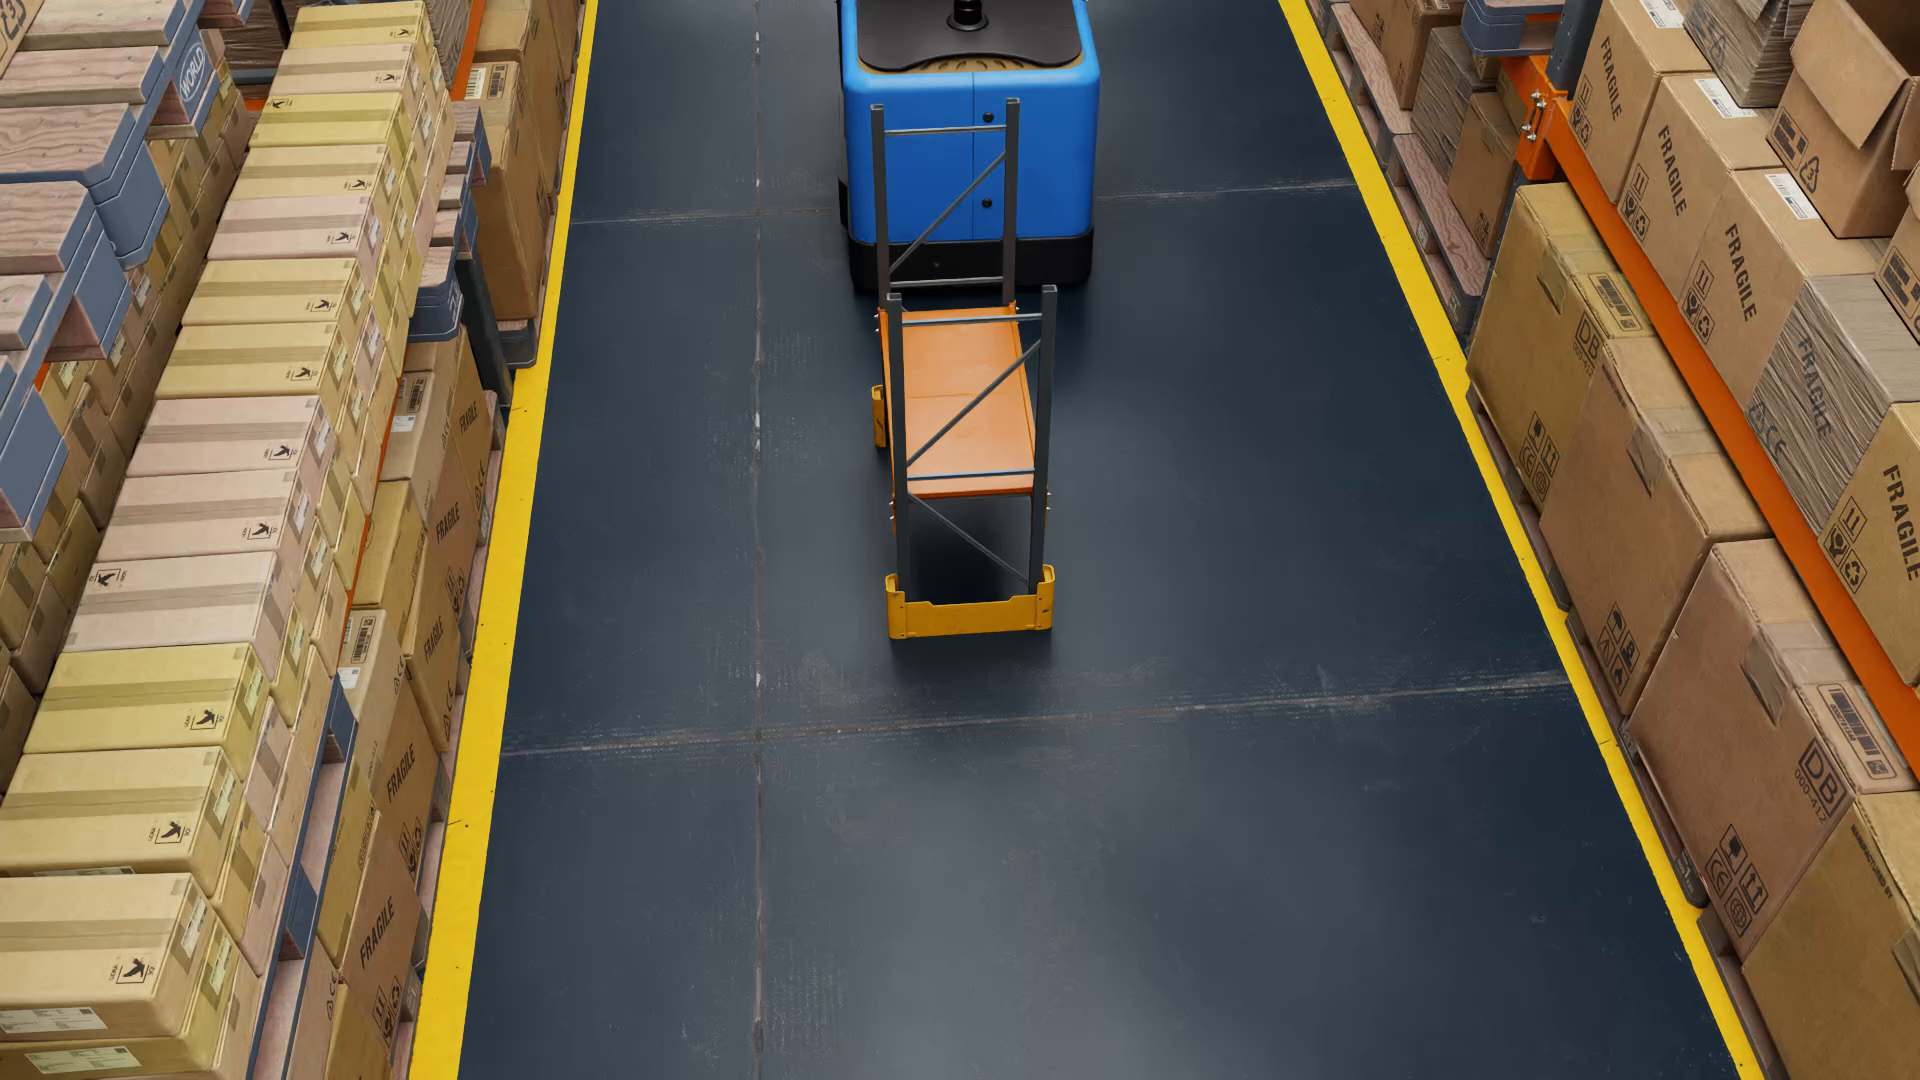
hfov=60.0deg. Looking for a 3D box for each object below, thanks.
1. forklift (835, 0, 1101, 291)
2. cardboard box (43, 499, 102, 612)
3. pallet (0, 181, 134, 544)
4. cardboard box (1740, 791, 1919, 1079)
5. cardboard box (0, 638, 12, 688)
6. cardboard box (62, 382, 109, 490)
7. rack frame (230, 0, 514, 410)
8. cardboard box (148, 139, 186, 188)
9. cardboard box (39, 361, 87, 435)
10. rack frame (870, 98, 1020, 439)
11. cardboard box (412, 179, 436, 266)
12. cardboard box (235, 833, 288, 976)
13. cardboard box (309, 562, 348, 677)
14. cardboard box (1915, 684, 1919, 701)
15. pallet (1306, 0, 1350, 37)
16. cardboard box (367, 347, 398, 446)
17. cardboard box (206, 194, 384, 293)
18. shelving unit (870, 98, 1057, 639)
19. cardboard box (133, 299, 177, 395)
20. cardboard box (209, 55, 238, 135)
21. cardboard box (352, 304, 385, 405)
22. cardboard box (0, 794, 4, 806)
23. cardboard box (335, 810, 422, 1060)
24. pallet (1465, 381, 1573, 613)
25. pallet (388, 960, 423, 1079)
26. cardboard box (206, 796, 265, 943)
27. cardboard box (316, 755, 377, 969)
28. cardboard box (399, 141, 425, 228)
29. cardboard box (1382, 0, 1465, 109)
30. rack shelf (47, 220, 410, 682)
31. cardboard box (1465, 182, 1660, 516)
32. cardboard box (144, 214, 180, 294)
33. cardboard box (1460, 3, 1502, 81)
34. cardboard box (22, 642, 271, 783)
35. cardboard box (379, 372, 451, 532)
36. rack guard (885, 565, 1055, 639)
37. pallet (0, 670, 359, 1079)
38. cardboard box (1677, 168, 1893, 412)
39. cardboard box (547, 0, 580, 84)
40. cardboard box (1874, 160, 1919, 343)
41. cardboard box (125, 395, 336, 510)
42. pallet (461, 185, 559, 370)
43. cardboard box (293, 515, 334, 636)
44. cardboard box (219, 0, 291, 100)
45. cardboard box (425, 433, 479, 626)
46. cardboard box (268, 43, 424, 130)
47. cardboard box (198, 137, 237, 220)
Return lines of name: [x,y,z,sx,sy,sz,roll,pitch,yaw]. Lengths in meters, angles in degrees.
forklift: [-0.036,-3.148,7.213,1.130,2.935,3.031,-3,47,-2]
cardboard box: [-2.335,0.041,4.029,0.380,0.149,0.250,-2,47,-2]
pallet: [-1.938,-0.103,2.345,1.213,0.211,1.003,-3,47,-3]
cardboard box: [2.885,1.213,4.210,1.225,0.875,0.875,-3,47,-3]
cardboard box: [-2.291,0.313,3.567,0.380,0.149,0.250,-5,47,-5]
cardboard box: [-2.351,-0.249,4.099,0.380,0.149,0.250,-2,47,-2]
rack frame: [-2.327,-1.577,5.678,1.000,3.000,0.127,-3,47,-3]
cardboard box: [-2.440,-1.122,4.721,0.380,0.149,0.250,-4,47,-4]
cardboard box: [-2.353,-0.362,4.001,0.380,0.149,0.250,-4,47,-4]
rack frame: [-0.050,-0.945,6.112,0.500,1.500,0.032,-3,47,-3]
cardboard box: [-1.787,-0.941,4.959,0.380,0.149,0.250,-3,47,-3]
cardboard box: [-1.596,0.745,3.362,0.380,0.149,0.250,-3,47,-3]
cardboard box: [-1.655,0.198,3.880,0.380,0.149,0.250,-5,47,-5]
cardboard box: [2.613,0.374,3.761,0.500,0.500,0.500,-2,47,-2]
pallet: [2.356,-3.178,9.114,1.003,0.211,1.213,-3,47,-3]
cardboard box: [-1.726,-0.378,4.426,0.380,0.149,0.250,-2,47,-2]
cardboard box: [-1.748,-0.774,4.391,0.380,0.149,0.250,-3,47,-3]
shelving unit: [-0.006,-0.571,5.758,0.587,1.500,1.083,-3,47,-3]
cardboard box: [-2.397,-0.523,4.563,0.380,0.149,0.250,-2,47,-2]
cardboard box: [-2.487,-1.376,5.166,0.380,0.149,0.250,-2,47,-2]
cardboard box: [-1.722,-0.475,4.313,0.380,0.149,0.250,-2,47,-2]
cardboard box: [-2.264,0.615,3.485,0.380,0.149,0.250,-4,47,-3]
cardboard box: [-1.836,1.098,4.576,0.500,0.500,0.500,-2,47,-1]
pallet: [2.615,-0.272,6.362,1.003,0.211,1.213,-3,47,-3]
pallet: [-2.059,1.712,4.483,1.003,0.211,1.213,-3,47,-3]
cardboard box: [-1.591,0.656,3.242,0.380,0.149,0.250,-4,47,-4]
cardboard box: [-1.838,0.838,4.306,0.500,0.250,0.500,-2,47,-2]
cardboard box: [-1.783,-1.025,4.834,0.380,0.149,0.250,-2,47,-2]
cardboard box: [2.434,-2.391,7.868,0.700,0.500,0.500,0,47,0]
rack shelf: [-2.160,0.117,4.569,1.077,0.370,4.000,-3,47,-3]
cardboard box: [2.661,-0.719,6.039,1.225,0.875,0.875,-5,47,-5]
cardboard box: [-2.415,-0.804,4.625,0.380,0.149,0.250,-3,47,-3]
cardboard box: [2.483,-2.222,7.190,0.500,0.250,0.500,1,47,1]
cardboard box: [-1.615,0.354,3.323,0.380,0.149,0.250,-3,47,-3]
cardboard box: [-1.955,-0.277,5.362,0.500,0.250,0.500,-3,47,-3]
rack guard: [0.035,0.219,5.870,0.587,0.250,0.087,-3,47,-3]
pallet: [-1.911,0.821,3.539,1.003,0.211,1.213,-3,47,-3]
cardboard box: [2.485,-0.729,4.805,0.500,0.500,0.500,-4,47,-4]
cardboard box: [-2.443,-2.701,8.002,1.050,0.750,0.750,-3,47,-3]
cardboard box: [2.783,-0.699,4.086,0.797,0.503,0.637,-2,47,-2]
cardboard box: [-1.676,-0.194,3.842,0.380,0.149,0.250,-2,47,-2]
pallet: [-2.318,-1.194,7.235,1.003,0.211,1.213,-3,47,-3]
cardboard box: [-1.660,0.086,3.781,0.380,0.149,0.250,-2,47,-2]
cardboard box: [-2.632,-1.921,5.935,0.500,0.500,0.500,-3,47,-3]
cardboard box: [-1.972,-0.026,5.641,0.500,0.500,0.500,-2,47,-2]
cardboard box: [-1.810,-1.331,4.919,0.380,0.149,0.250,-4,47,-4]
cardboard box: [-2.468,-1.105,5.115,0.380,0.149,0.250,-1,47,-1]
